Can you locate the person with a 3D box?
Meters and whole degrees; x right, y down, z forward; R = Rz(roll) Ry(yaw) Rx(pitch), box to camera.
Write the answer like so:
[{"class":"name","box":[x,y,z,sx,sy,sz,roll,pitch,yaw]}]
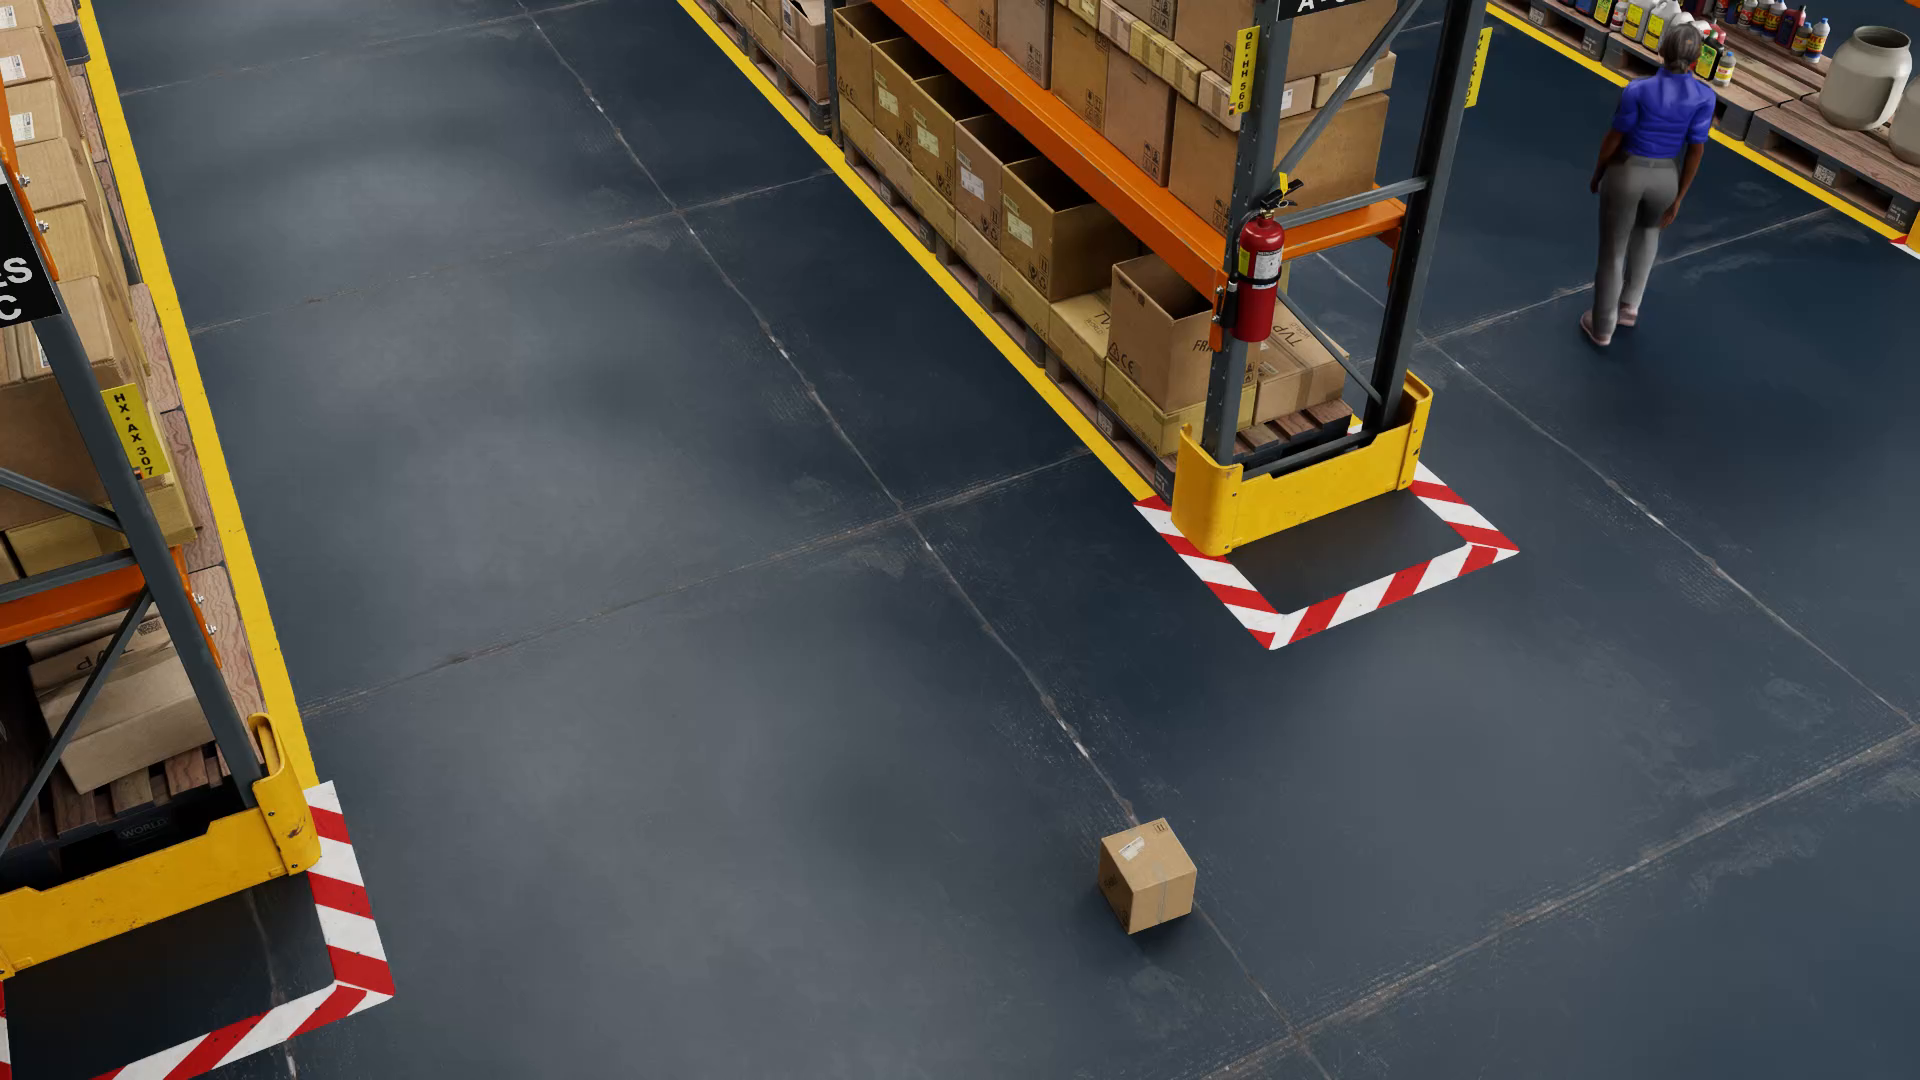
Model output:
[{"class":"person","box":[3.305,-1.721,8.109,0.432,1.696,0.476,6,42,6]}]
